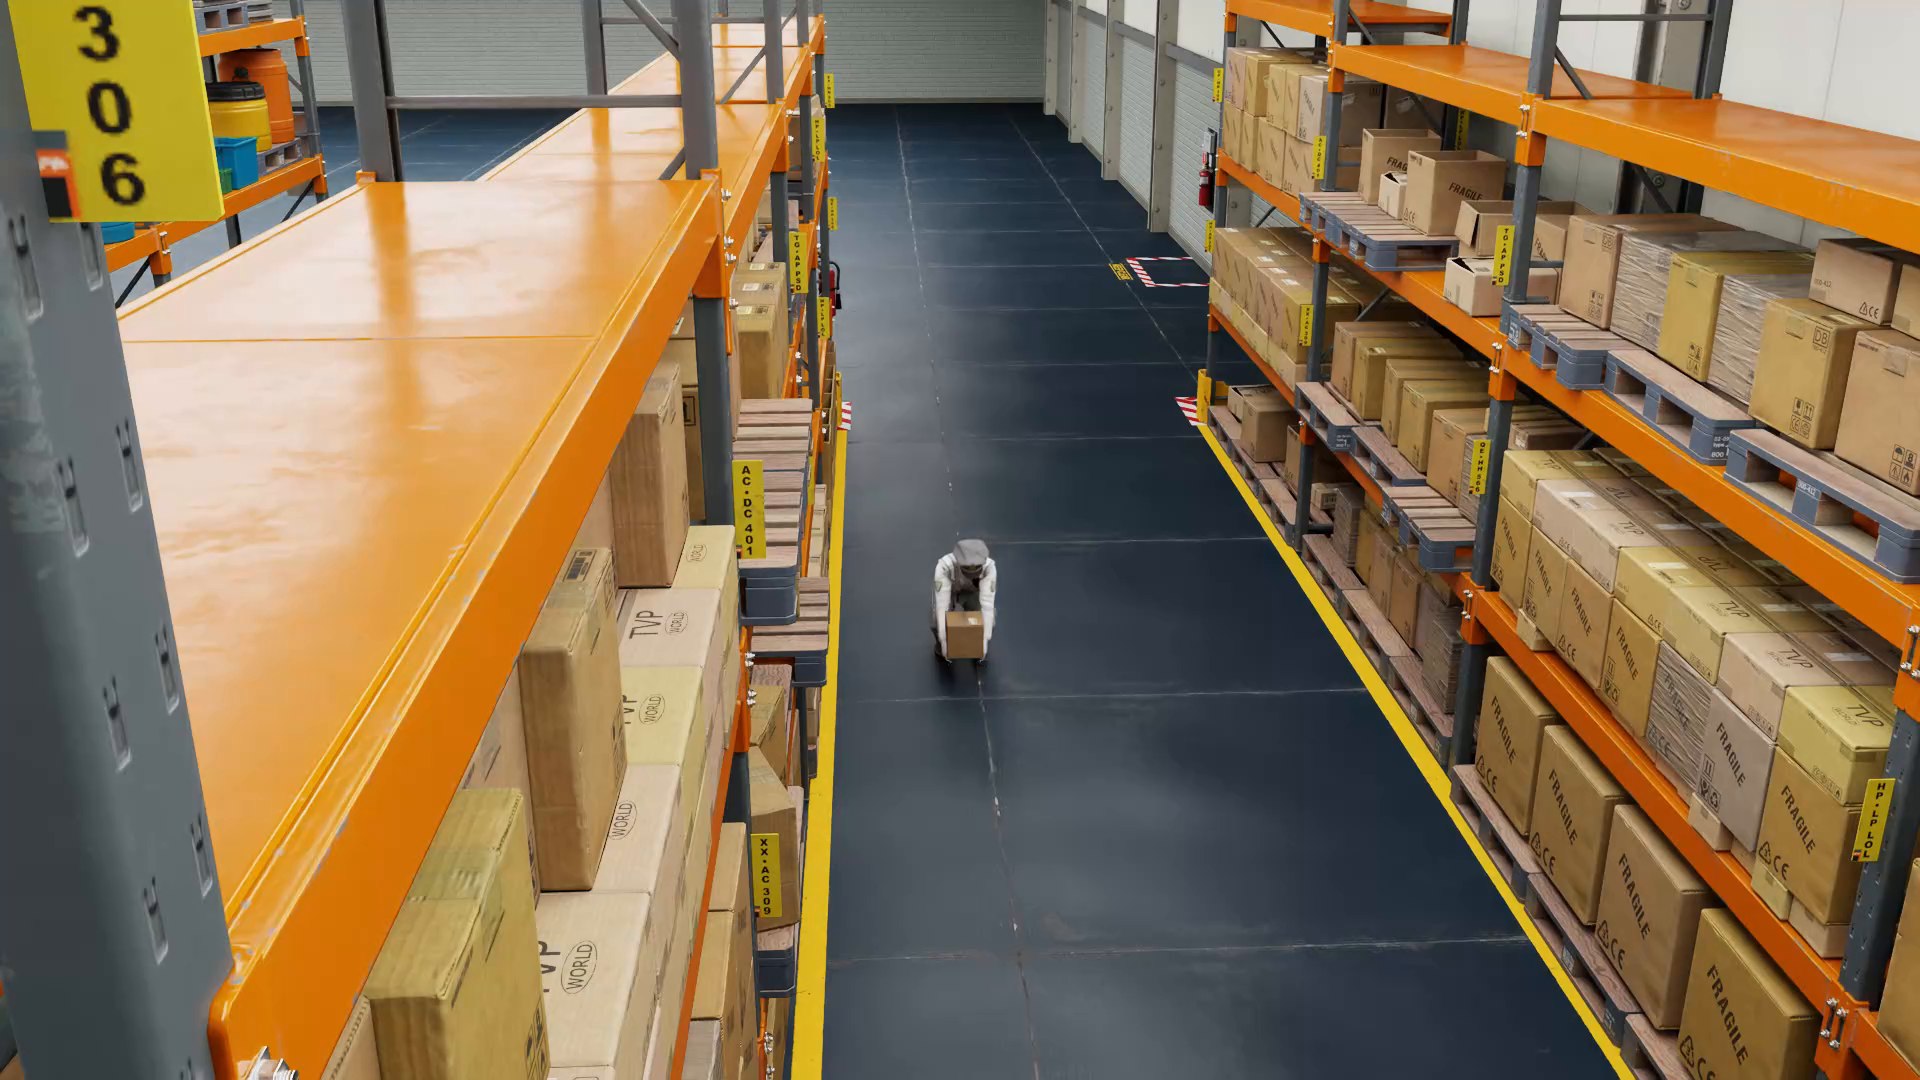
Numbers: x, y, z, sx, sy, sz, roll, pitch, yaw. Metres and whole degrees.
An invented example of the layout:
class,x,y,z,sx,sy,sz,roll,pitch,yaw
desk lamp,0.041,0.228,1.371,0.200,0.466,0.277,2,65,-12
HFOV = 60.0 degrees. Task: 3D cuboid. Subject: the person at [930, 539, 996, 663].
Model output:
class,x,y,z,sx,sy,sz,roll,pitch,yaw
person,0.018,0.402,11.830,0.472,0.975,0.841,-1,21,-3
